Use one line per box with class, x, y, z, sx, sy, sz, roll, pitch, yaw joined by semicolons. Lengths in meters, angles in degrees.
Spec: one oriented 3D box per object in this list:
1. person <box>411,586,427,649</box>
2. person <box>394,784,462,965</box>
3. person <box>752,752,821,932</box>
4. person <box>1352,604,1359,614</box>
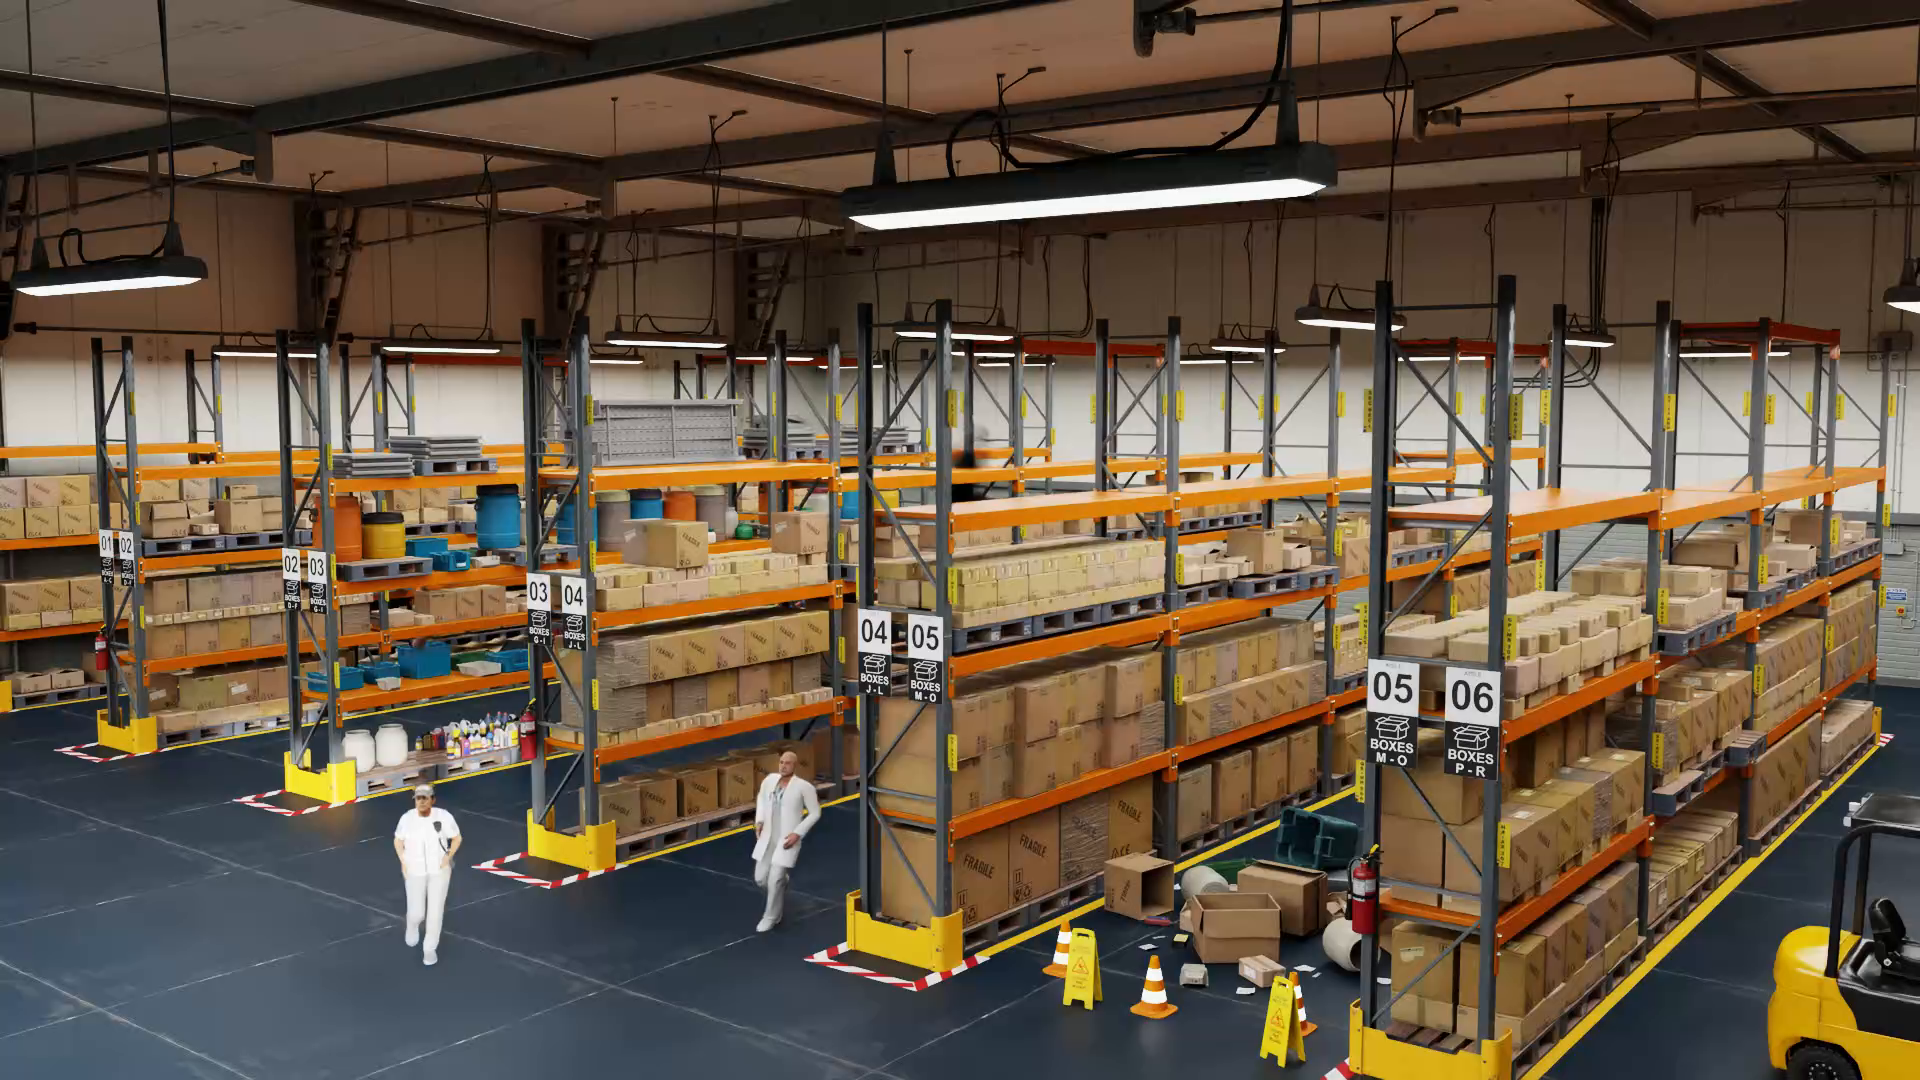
person;-9.860;1.685;30.443;0.558;1.705;0.670;4;6;36
person;-4.867;3.039;15.236;0.599;1.641;0.588;-1;5;-15
person;-1.693;2.921;16.173;0.730;1.759;0.564;2;5;22
person;6.683;1.908;27.637;0.647;1.722;0.734;-4;7;-42
